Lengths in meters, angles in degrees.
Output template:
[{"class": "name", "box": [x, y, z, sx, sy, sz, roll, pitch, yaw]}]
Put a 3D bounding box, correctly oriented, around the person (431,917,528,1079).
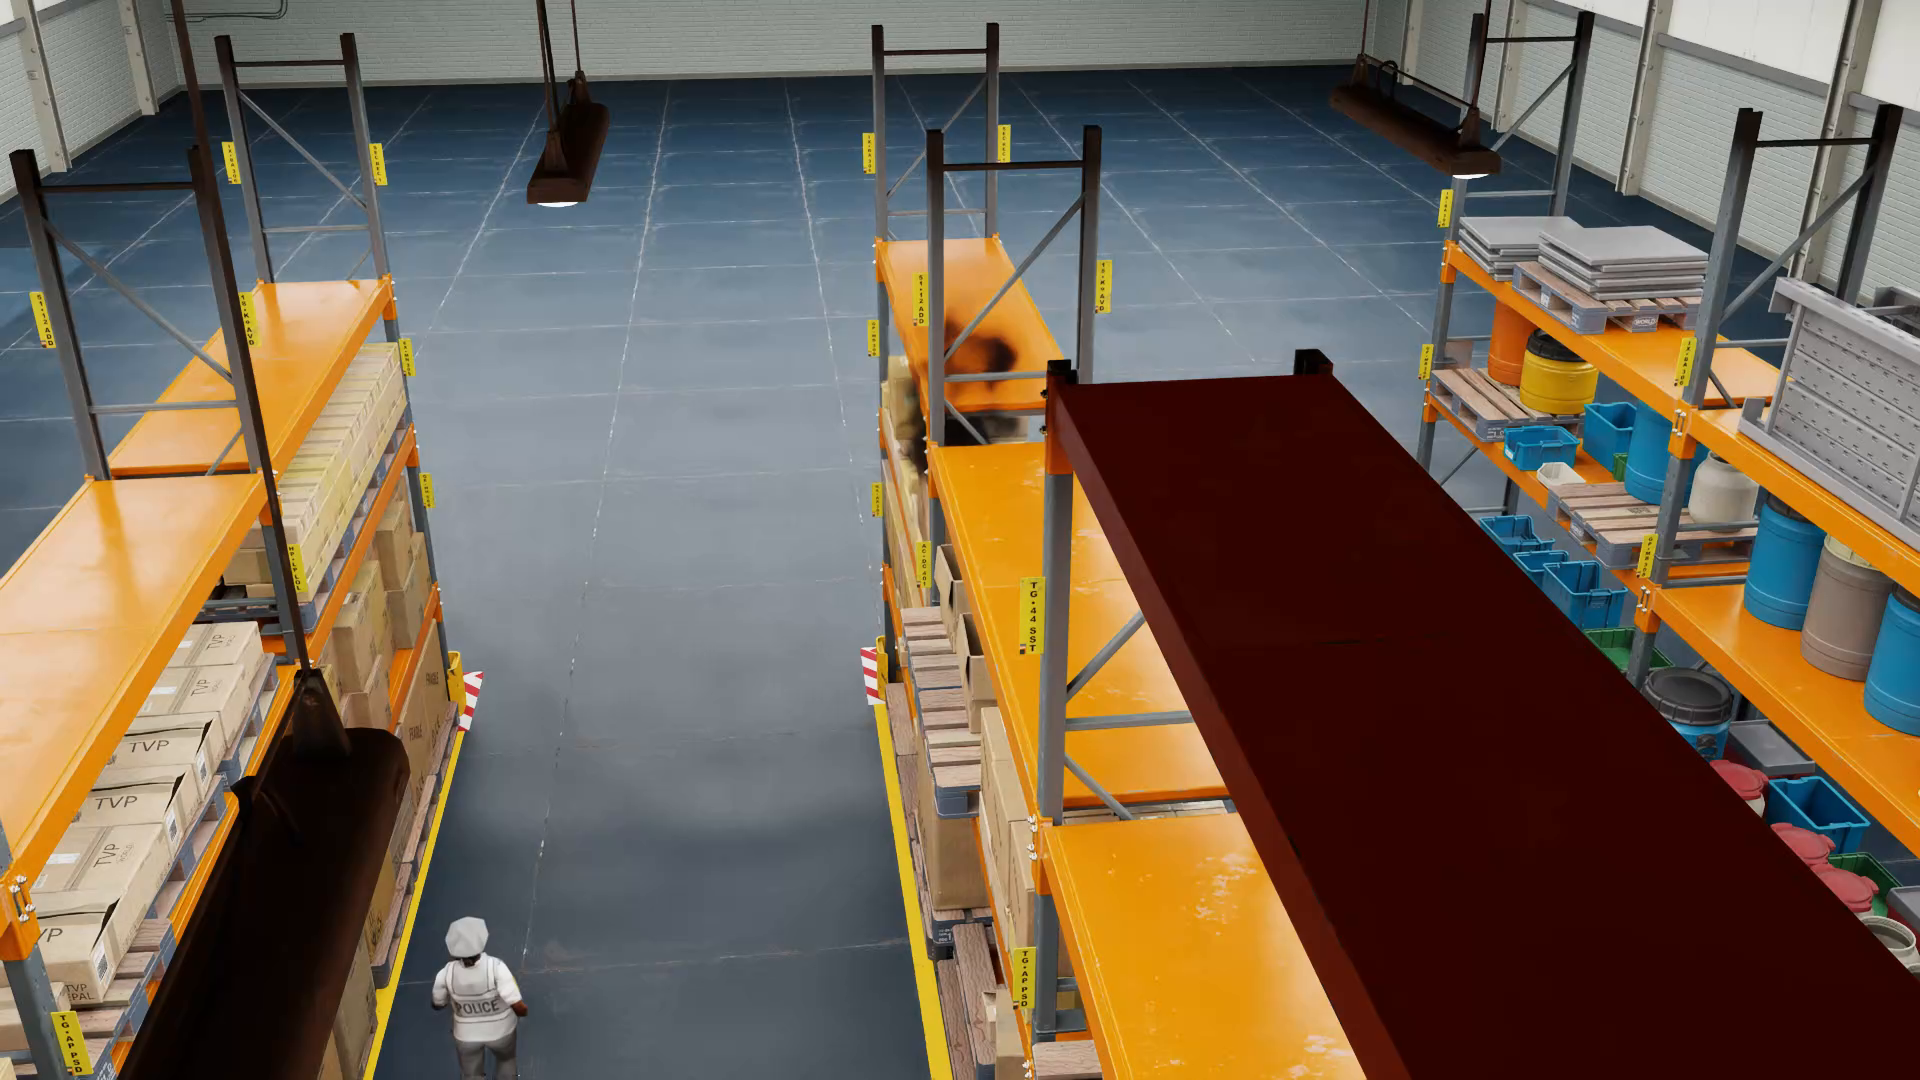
[{"class": "person", "box": [-2.917, 3.020, 10.212, 0.587, 1.671, 0.871, -4, 26, -8]}]
